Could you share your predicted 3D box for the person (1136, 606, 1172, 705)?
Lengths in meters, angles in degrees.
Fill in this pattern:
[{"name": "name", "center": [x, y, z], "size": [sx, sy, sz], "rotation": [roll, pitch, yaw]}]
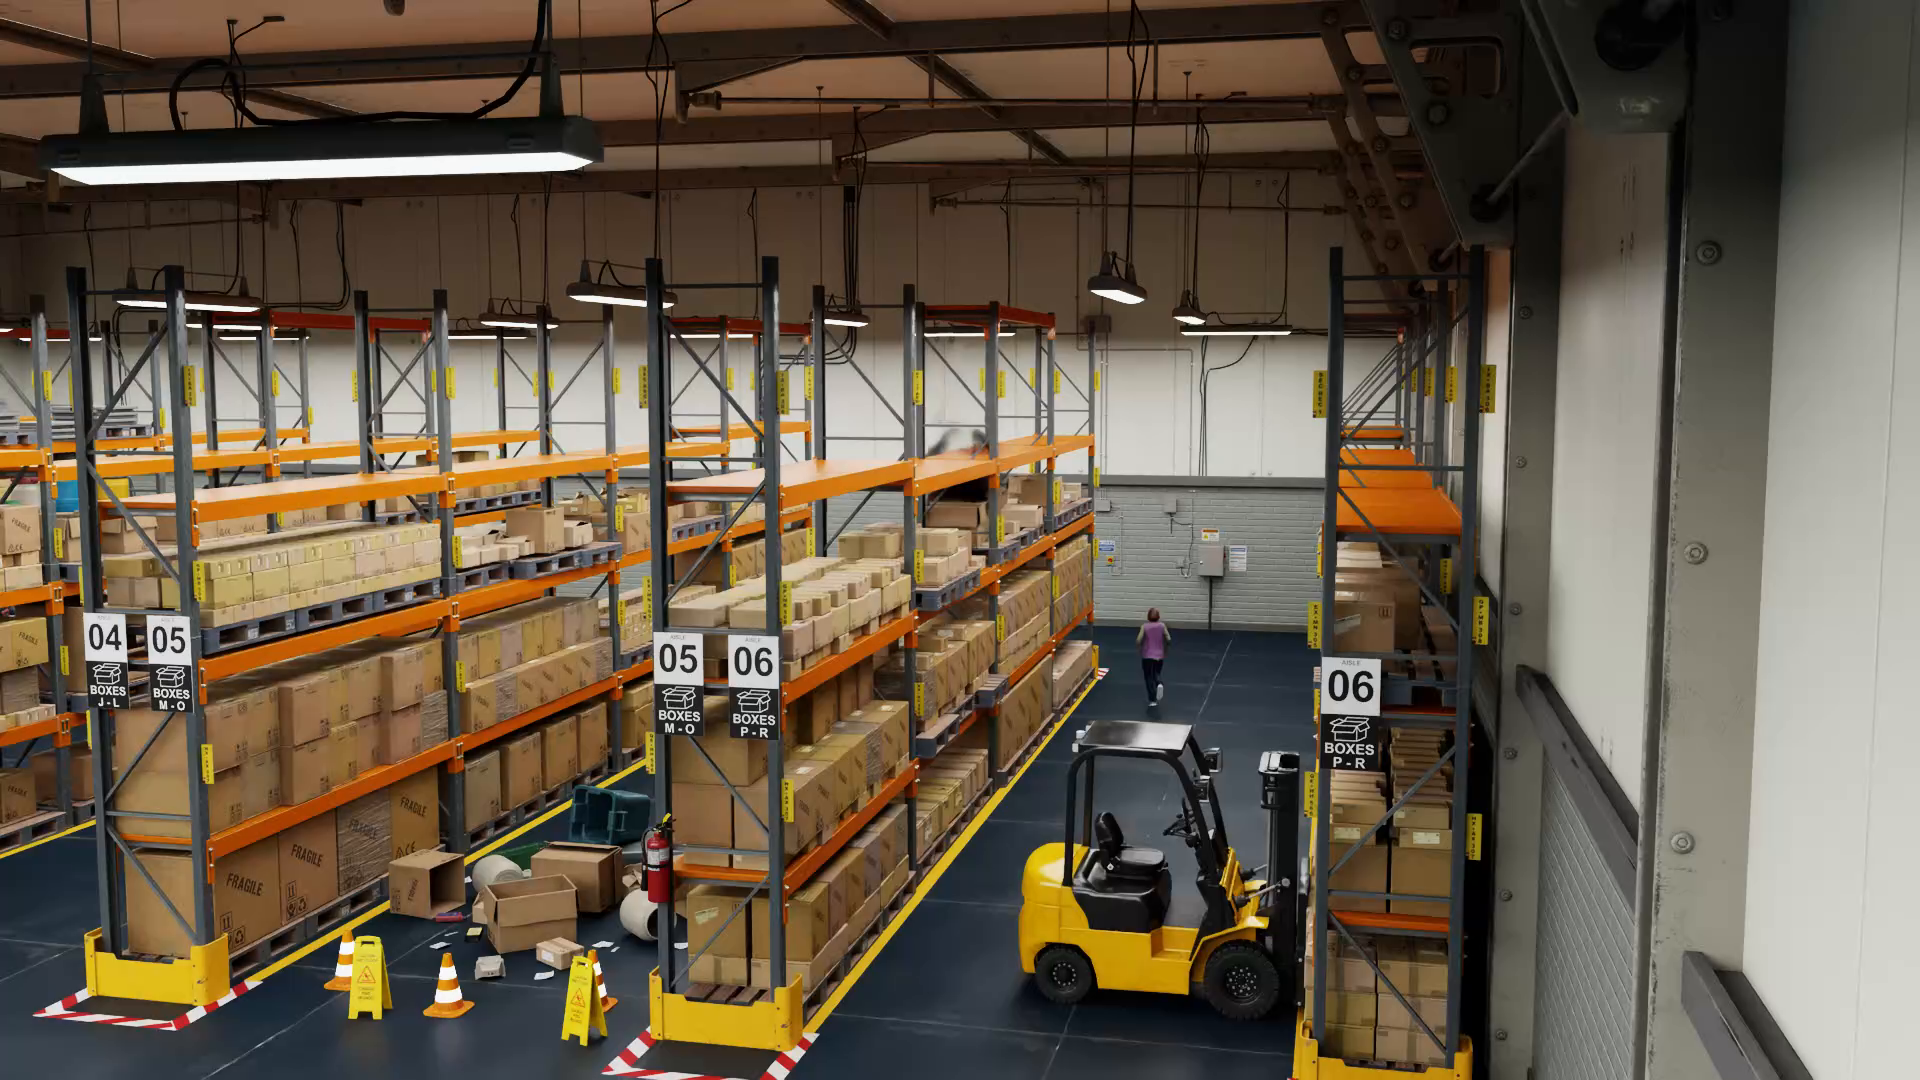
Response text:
[{"name": "person", "center": [2.996, 1.833, 25.805], "size": [0.533, 1.470, 0.534], "rotation": [0, 6, -1]}]
